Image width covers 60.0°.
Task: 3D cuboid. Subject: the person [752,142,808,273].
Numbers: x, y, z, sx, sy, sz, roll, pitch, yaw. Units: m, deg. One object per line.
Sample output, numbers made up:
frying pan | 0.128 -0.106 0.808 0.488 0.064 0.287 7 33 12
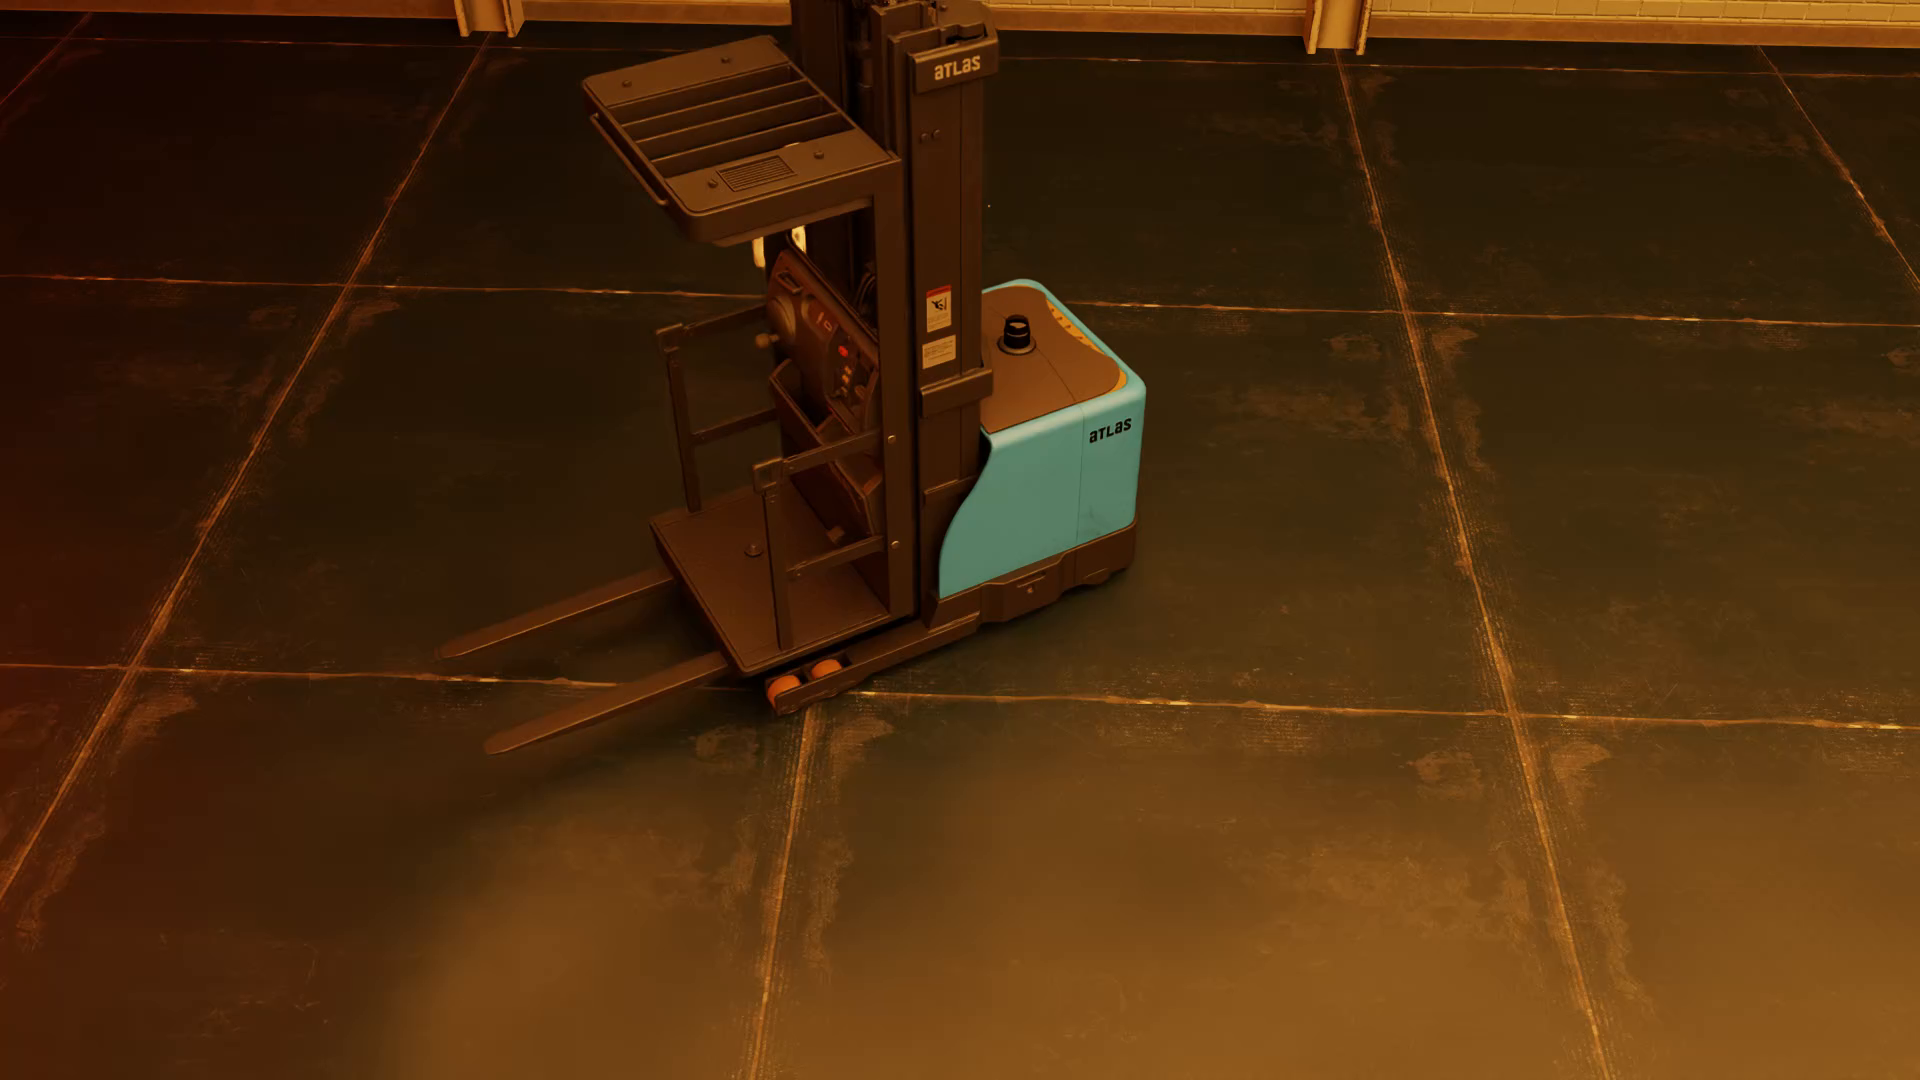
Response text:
person | -0.586 -1.543 8.448 1.004 1.530 0.901 21 47 22

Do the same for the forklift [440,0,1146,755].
forklift | -0.731 -0.751 6.564 3.031 2.935 1.130 -20 46 -21
